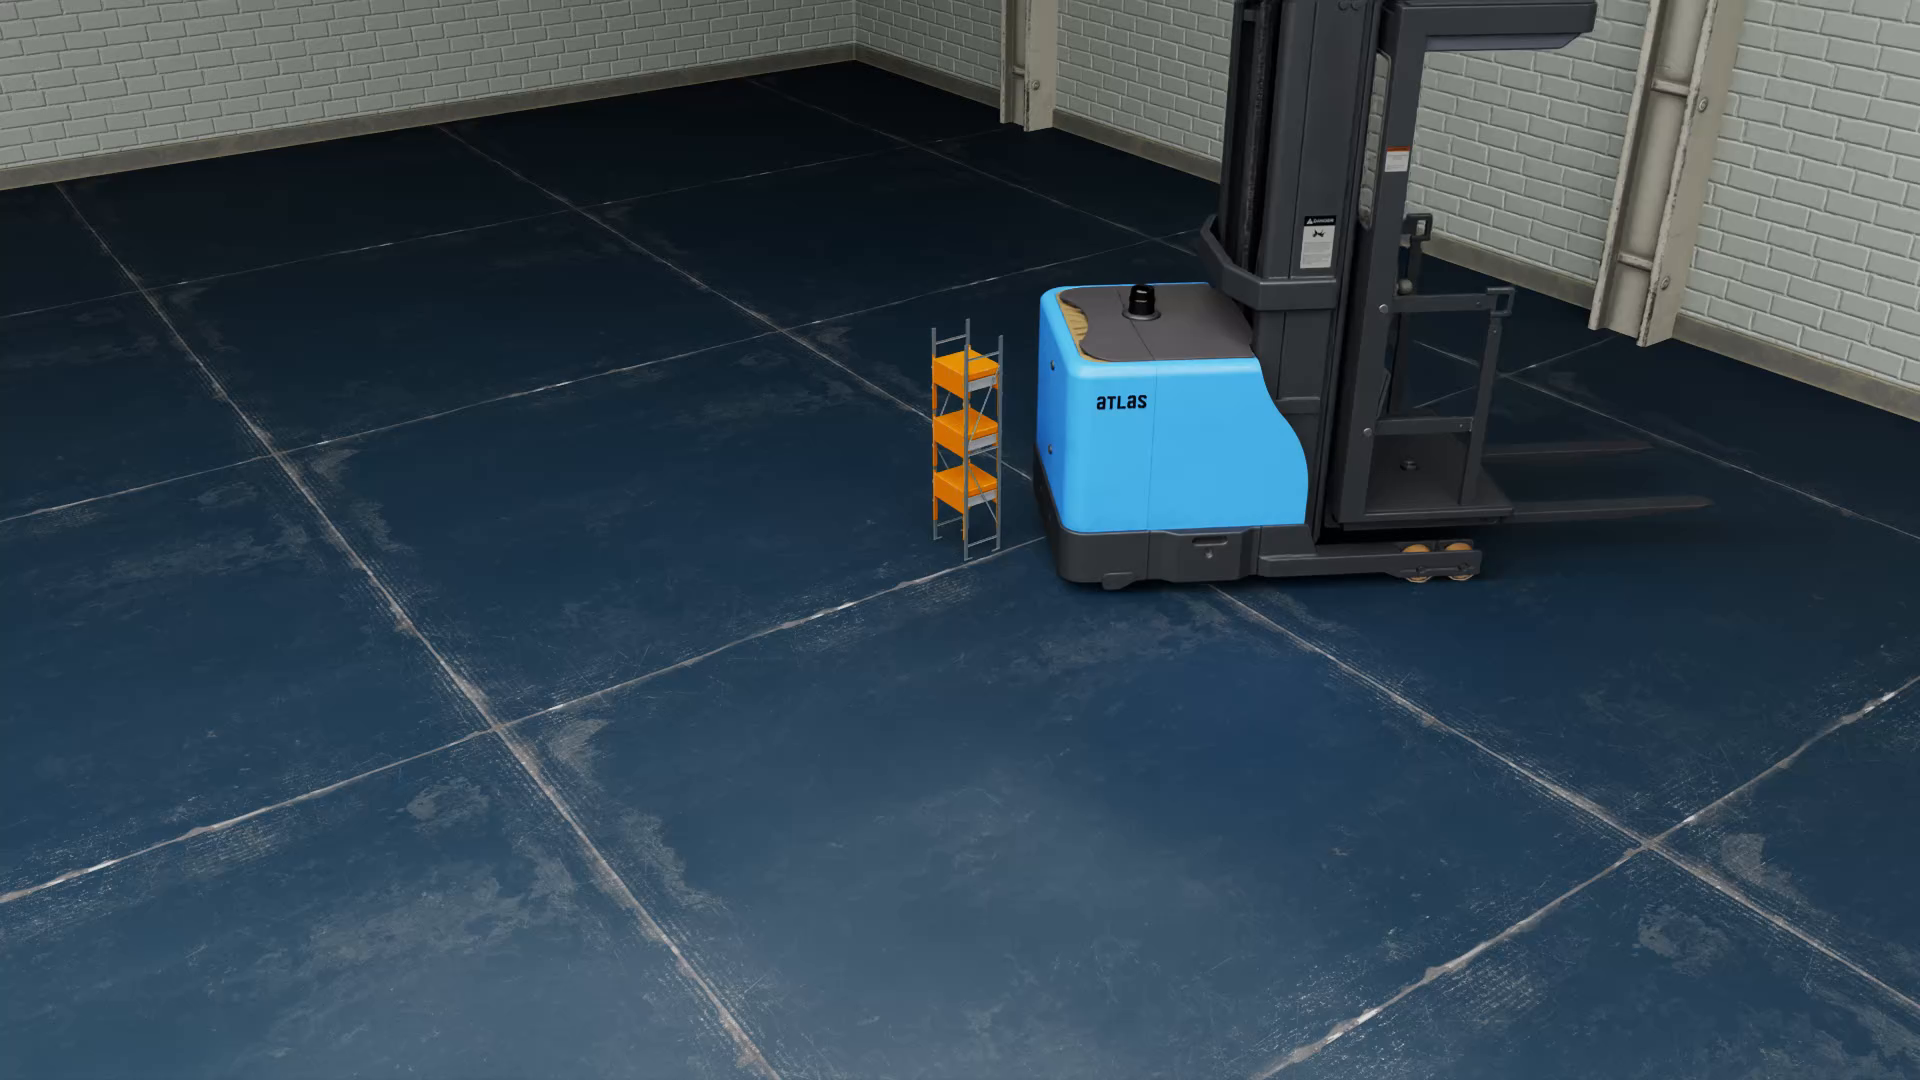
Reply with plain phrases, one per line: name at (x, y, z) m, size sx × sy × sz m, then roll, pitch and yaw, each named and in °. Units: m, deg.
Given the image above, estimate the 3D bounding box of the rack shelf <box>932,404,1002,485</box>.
rack shelf at (0.031, -0.431, 7.466) m, size 0.215 × 0.259 × 0.240 m, roll -19°, pitch 34°, yaw -31°

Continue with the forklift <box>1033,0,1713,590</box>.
forklift at (1.902, -1.348, 7.161) m, size 3.031 × 2.935 × 1.130 m, roll -3°, pitch 29°, yaw -5°

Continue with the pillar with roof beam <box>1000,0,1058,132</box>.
pillar with roof beam at (-2.925, -6.357, 10.026) m, size 9.100 × 9.000 × 0.400 m, roll -19°, pitch 34°, yaw -31°

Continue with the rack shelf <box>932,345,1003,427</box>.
rack shelf at (0.031, -0.681, 7.331) m, size 0.215 × 0.259 × 0.240 m, roll -19°, pitch 34°, yaw -31°

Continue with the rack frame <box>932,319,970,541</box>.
rack frame at (-0.040, -0.488, 7.548) m, size 0.200 × 1.050 × 0.008 m, roll -19°, pitch 34°, yaw -31°

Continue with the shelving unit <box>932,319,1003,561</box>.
shelving unit at (0.031, -0.441, 7.461) m, size 0.215 × 1.050 × 0.252 m, roll -19°, pitch 34°, yaw -31°

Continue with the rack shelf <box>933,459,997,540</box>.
rack shelf at (0.031, -0.187, 7.599) m, size 0.215 × 0.259 × 0.240 m, roll -19°, pitch 34°, yaw -31°

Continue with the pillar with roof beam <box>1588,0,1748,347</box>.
pillar with roof beam at (0.556, -4.024, 5.731) m, size 9.100 × 9.000 × 0.400 m, roll -19°, pitch 34°, yaw -31°

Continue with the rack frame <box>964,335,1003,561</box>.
rack frame at (0.102, -0.393, 7.374) m, size 0.200 × 1.050 × 0.008 m, roll -19°, pitch 34°, yaw -31°
